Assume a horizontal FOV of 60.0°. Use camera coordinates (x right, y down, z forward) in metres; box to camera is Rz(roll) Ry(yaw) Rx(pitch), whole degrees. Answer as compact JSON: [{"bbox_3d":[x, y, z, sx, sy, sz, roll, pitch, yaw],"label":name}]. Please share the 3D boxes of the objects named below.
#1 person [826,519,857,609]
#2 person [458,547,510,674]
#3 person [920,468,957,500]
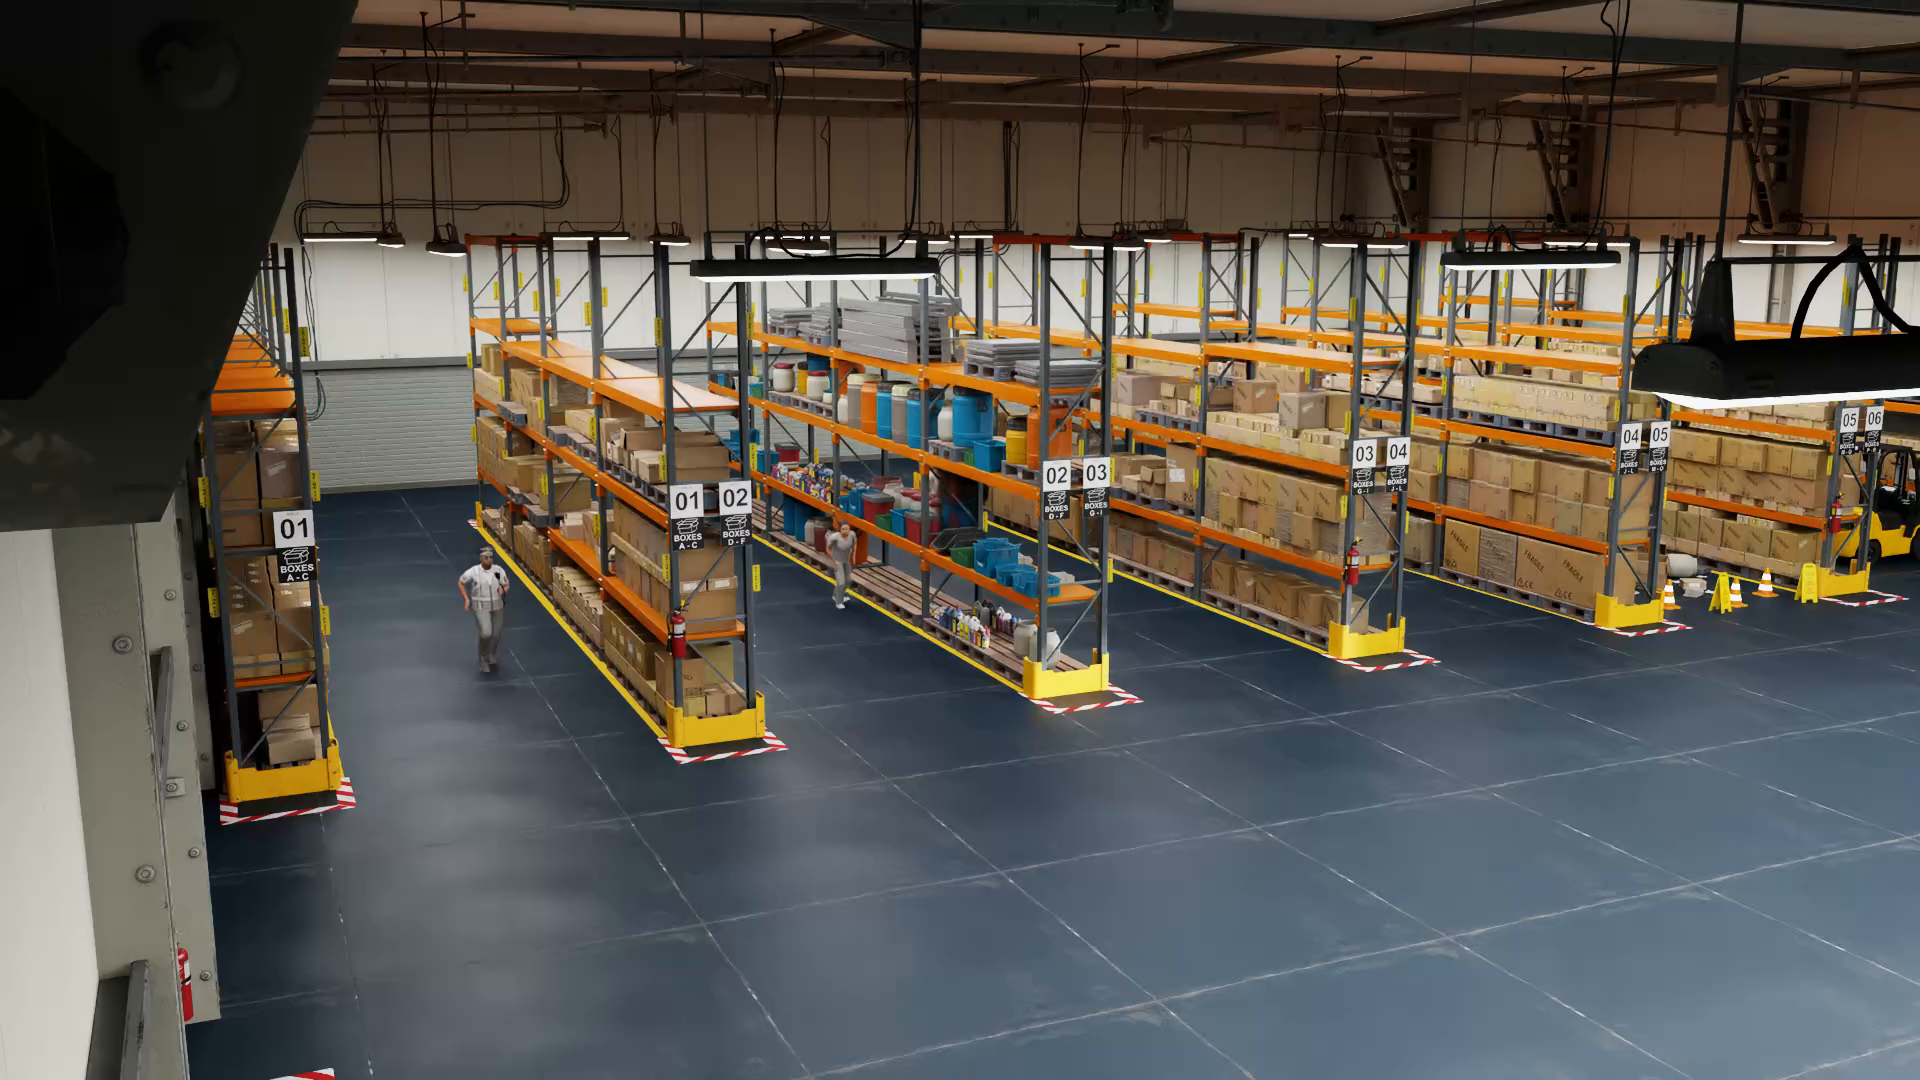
[{"bbox_3d":[-1.952,0.359,27.284,0.637,1.538,0.801,-9,14,-38],"label":"person"},{"bbox_3d":[-6.653,0.990,23.442,0.658,1.815,0.726,-7,13,-33],"label":"person"},{"bbox_3d":[-0.339,-0.765,32.462,0.673,1.787,0.726,-7,13,-33],"label":"person"}]
